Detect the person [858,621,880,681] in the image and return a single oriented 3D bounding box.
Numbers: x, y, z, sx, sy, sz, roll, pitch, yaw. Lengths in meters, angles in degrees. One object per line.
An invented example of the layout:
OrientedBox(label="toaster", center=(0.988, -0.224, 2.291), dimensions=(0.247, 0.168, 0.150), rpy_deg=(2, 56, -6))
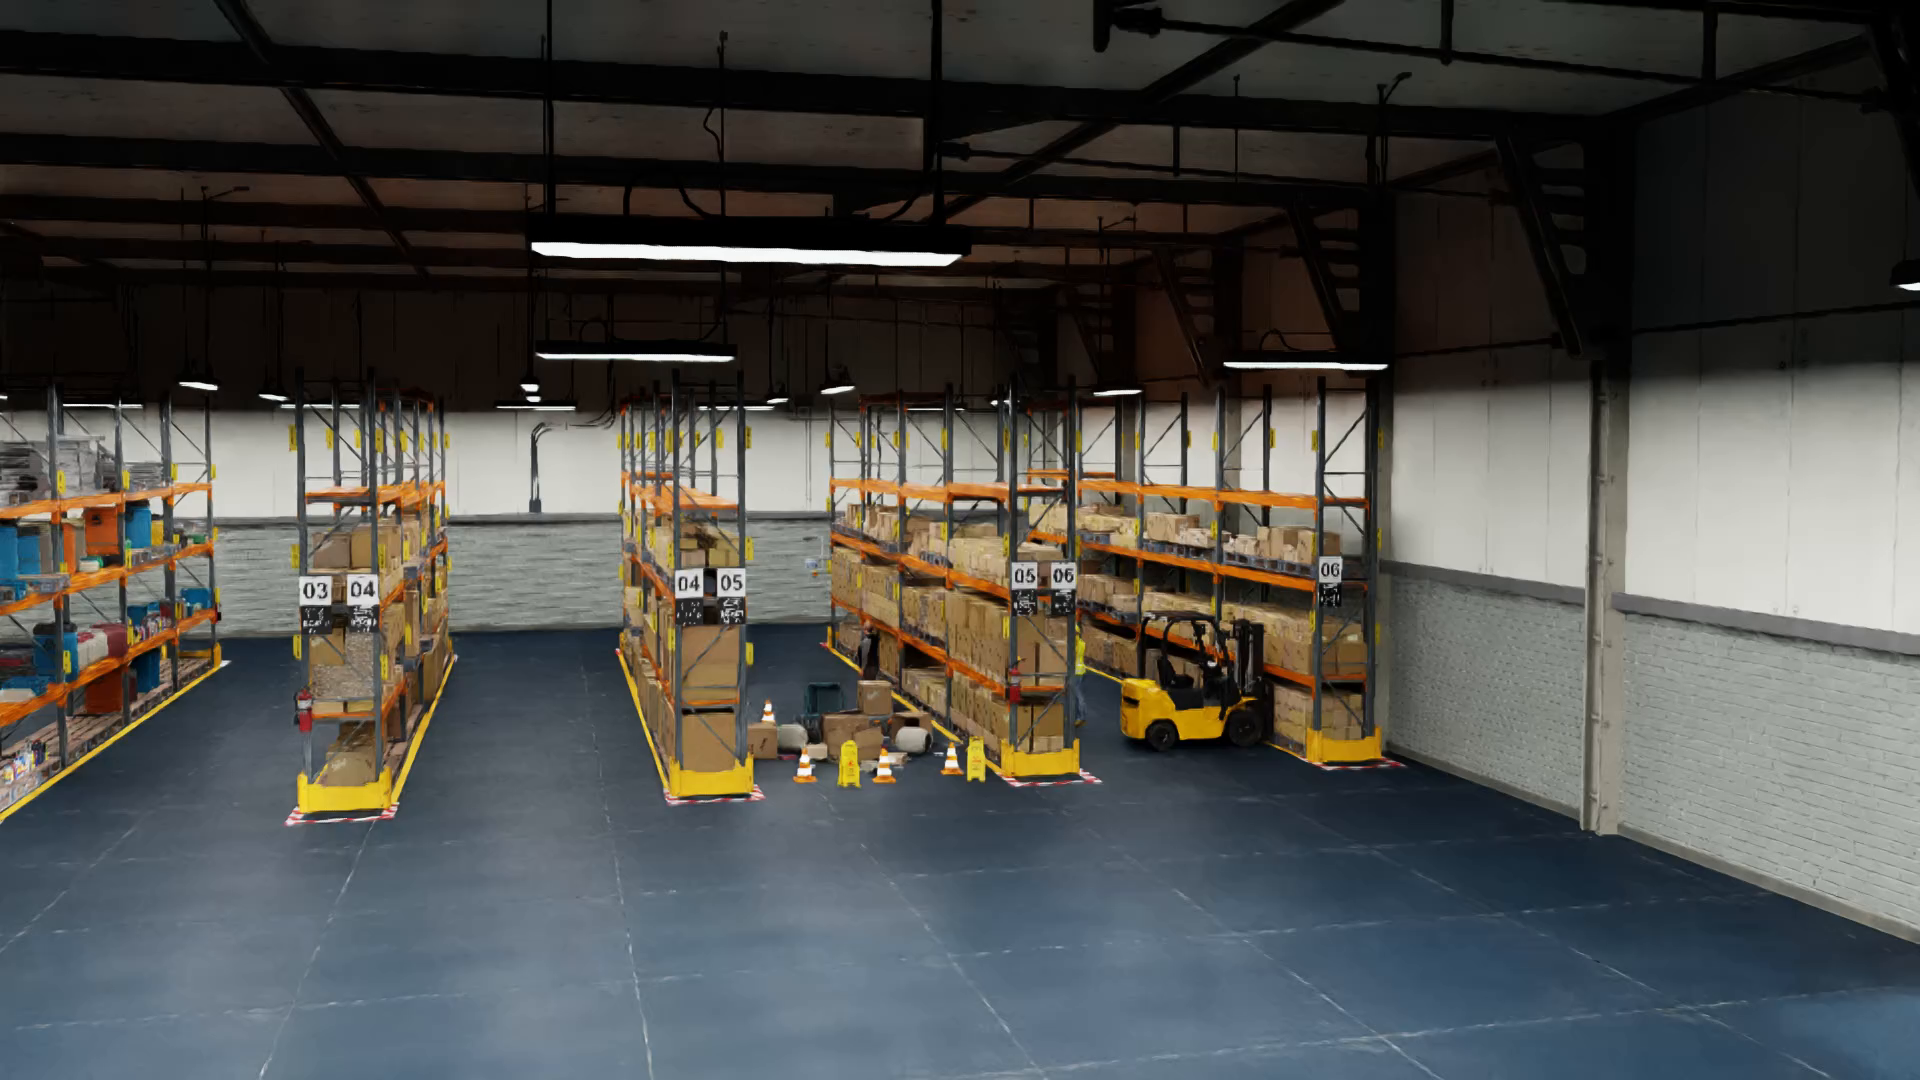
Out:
OrientedBox(label="person", center=(-1.616, 2.303, 30.182), dimensions=(0.432, 1.649, 0.618), rpy_deg=(1, 3, 11))

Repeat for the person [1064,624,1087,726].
OrientedBox(label="person", center=(1.985, 2.355, 29.316), dimensions=(0.580, 1.763, 0.673), rpy_deg=(1, 4, 18))
